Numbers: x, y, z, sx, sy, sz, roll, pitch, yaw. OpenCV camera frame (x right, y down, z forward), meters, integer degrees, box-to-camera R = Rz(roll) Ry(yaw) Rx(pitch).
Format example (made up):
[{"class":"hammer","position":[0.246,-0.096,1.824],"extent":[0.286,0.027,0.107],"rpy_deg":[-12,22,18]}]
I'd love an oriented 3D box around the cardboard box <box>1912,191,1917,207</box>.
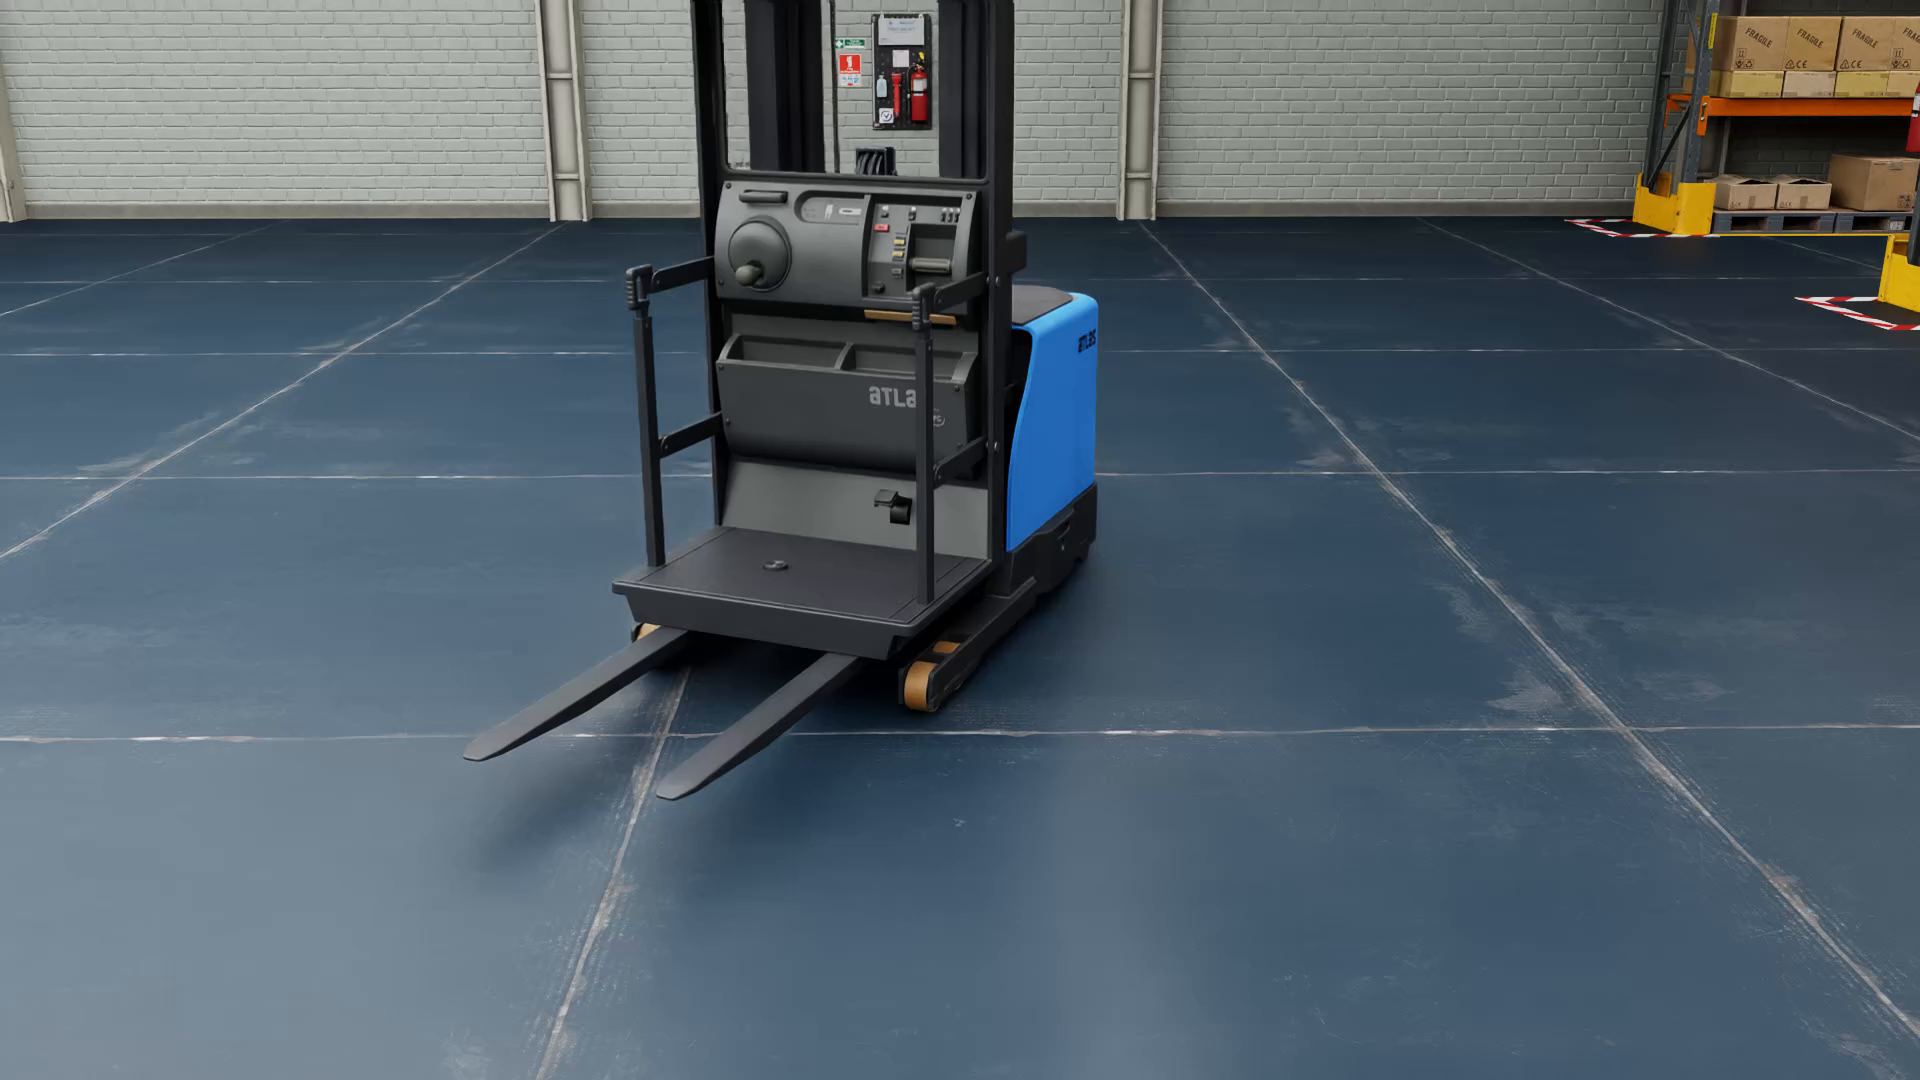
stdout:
[{"class":"cardboard box","position":[9.589,-3.496,16.981],"extent":[0.250,0.149,0.380],"rpy_deg":[-2,18,-5]}]

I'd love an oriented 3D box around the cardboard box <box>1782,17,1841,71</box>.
[{"class":"cardboard box","position":[8.165,-4.831,16.182],"extent":[0.500,0.500,0.500],"rpy_deg":[0,18,-1]}]

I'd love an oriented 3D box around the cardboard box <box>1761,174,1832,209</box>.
[{"class":"cardboard box","position":[8.452,-3.534,16.834],"extent":[0.500,0.311,0.500],"rpy_deg":[1,18,4]}]

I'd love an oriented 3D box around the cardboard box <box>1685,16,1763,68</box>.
[{"class":"cardboard box","position":[7.657,-4.988,16.672],"extent":[0.500,0.500,0.500],"rpy_deg":[0,18,-1]}]

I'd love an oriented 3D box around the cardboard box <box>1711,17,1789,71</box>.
[{"class":"cardboard box","position":[7.671,-4.832,16.184],"extent":[0.500,0.500,0.500],"rpy_deg":[0,18,-1]}]

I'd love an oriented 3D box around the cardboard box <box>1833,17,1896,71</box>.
[{"class":"cardboard box","position":[8.682,-4.832,16.184],"extent":[0.500,0.500,0.500],"rpy_deg":[-1,18,-3]}]

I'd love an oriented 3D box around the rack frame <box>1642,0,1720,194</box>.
[{"class":"rack frame","position":[7.189,-4.626,16.558],"extent":[0.127,3.000,1.000],"rpy_deg":[0,18,-1]}]

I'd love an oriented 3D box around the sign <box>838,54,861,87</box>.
[{"class":"sign","position":[-1.150,-4.910,17.385],"extent":[0.234,0.329,0.001],"rpy_deg":[0,18,-1]}]

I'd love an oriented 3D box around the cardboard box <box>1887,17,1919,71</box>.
[{"class":"cardboard box","position":[9.198,-4.838,16.203],"extent":[0.500,0.500,0.500],"rpy_deg":[0,18,1]}]

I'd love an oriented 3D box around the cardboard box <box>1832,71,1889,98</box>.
[{"class":"cardboard box","position":[8.710,-4.477,16.306],"extent":[0.500,0.250,0.500],"rpy_deg":[-1,18,-2]}]

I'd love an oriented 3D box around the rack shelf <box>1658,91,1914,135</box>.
[{"class":"rack shelf","position":[9.189,-4.293,16.698],"extent":[4.000,0.370,1.077],"rpy_deg":[0,18,-1]}]

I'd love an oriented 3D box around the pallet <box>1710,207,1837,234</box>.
[{"class":"pallet","position":[8.078,-3.292,16.963],"extent":[1.213,0.211,1.003],"rpy_deg":[0,18,-1]}]

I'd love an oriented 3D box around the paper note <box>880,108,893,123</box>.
[{"class":"paper note","position":[-0.774,-4.465,17.498],"extent":[0.142,0.148,0.016],"rpy_deg":[0,18,-1]}]

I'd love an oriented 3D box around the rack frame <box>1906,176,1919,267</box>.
[{"class":"rack frame","position":[7.271,-3.113,11.841],"extent":[0.127,3.000,1.000],"rpy_deg":[0,18,-1]}]

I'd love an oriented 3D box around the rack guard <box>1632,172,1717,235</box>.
[{"class":"rack guard","position":[7.265,-3.436,16.941],"extent":[0.348,0.500,1.175],"rpy_deg":[0,18,-1]}]

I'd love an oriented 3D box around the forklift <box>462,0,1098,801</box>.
[{"class":"forklift","position":[-0.467,-0.988,5.328],"extent":[1.130,2.935,3.031],"rpy_deg":[7,19,21]}]

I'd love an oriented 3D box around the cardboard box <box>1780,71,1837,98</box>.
[{"class":"cardboard box","position":[8.201,-4.476,16.304],"extent":[0.500,0.250,0.500],"rpy_deg":[-1,18,-3]}]

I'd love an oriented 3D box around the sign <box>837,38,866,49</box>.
[{"class":"sign","position":[-1.145,-5.160,17.296],"extent":[0.331,0.109,0.001],"rpy_deg":[0,18,-1]}]

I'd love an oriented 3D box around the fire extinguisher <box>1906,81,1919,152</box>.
[{"class":"fire extinguisher","position":[7.145,-3.218,12.294],"extent":[0.183,0.674,0.296],"rpy_deg":[0,18,-1]}]

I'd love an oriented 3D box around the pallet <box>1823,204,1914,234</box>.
[{"class":"pallet","position":[9.294,-3.297,16.979],"extent":[1.213,0.211,1.003],"rpy_deg":[0,18,-1]}]

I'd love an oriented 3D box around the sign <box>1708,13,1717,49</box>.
[{"class":"sign","position":[7.198,-4.872,15.909],"extent":[0.005,0.325,0.100],"rpy_deg":[0,18,-1]}]

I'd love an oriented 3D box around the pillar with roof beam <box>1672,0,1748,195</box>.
[{"class":"pillar with roof beam","position":[7.943,-6.435,12.377],"extent":[0.400,9.000,9.100],"rpy_deg":[0,18,-1]}]

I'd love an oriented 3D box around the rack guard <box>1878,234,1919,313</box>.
[{"class":"rack guard","position":[7.247,-1.923,12.223],"extent":[0.348,0.500,1.175],"rpy_deg":[0,18,-1]}]

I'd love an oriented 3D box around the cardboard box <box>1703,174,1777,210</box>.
[{"class":"cardboard box","position":[7.882,-3.531,16.826],"extent":[0.500,0.311,0.500],"rpy_deg":[-2,18,-7]}]

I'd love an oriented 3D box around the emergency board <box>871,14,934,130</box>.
[{"class":"emergency board","position":[-0.596,-4.864,17.301],"extent":[0.643,1.169,0.194],"rpy_deg":[0,18,-1]}]

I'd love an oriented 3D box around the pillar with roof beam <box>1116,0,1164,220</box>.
[{"class":"pillar with roof beam","position":[1.944,-6.406,12.286],"extent":[0.400,9.000,9.100],"rpy_deg":[0,18,-1]}]

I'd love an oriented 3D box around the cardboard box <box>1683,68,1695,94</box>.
[{"class":"cardboard box","position":[7.653,-4.626,16.769],"extent":[0.500,0.250,0.500],"rpy_deg":[0,18,0]}]

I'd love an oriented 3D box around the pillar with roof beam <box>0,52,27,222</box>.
[{"class":"pillar with roof beam","position":[-10.055,-6.349,12.106],"extent":[0.400,9.000,9.100],"rpy_deg":[0,18,-1]}]

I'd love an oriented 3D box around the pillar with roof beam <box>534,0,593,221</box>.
[{"class":"pillar with roof beam","position":[-4.055,-6.377,12.196],"extent":[0.400,9.000,9.100],"rpy_deg":[0,18,-1]}]

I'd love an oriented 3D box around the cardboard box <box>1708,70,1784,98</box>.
[{"class":"cardboard box","position":[7.682,-4.469,16.283],"extent":[0.500,0.250,0.500],"rpy_deg":[-1,18,-2]}]

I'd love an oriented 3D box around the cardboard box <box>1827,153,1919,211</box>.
[{"class":"cardboard box","position":[9.186,-3.612,16.769],"extent":[0.500,0.500,0.700],"rpy_deg":[-1,18,-4]}]

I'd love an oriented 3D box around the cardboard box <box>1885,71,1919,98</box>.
[{"class":"cardboard box","position":[9.216,-4.479,16.311],"extent":[0.500,0.250,0.500],"rpy_deg":[0,18,0]}]
